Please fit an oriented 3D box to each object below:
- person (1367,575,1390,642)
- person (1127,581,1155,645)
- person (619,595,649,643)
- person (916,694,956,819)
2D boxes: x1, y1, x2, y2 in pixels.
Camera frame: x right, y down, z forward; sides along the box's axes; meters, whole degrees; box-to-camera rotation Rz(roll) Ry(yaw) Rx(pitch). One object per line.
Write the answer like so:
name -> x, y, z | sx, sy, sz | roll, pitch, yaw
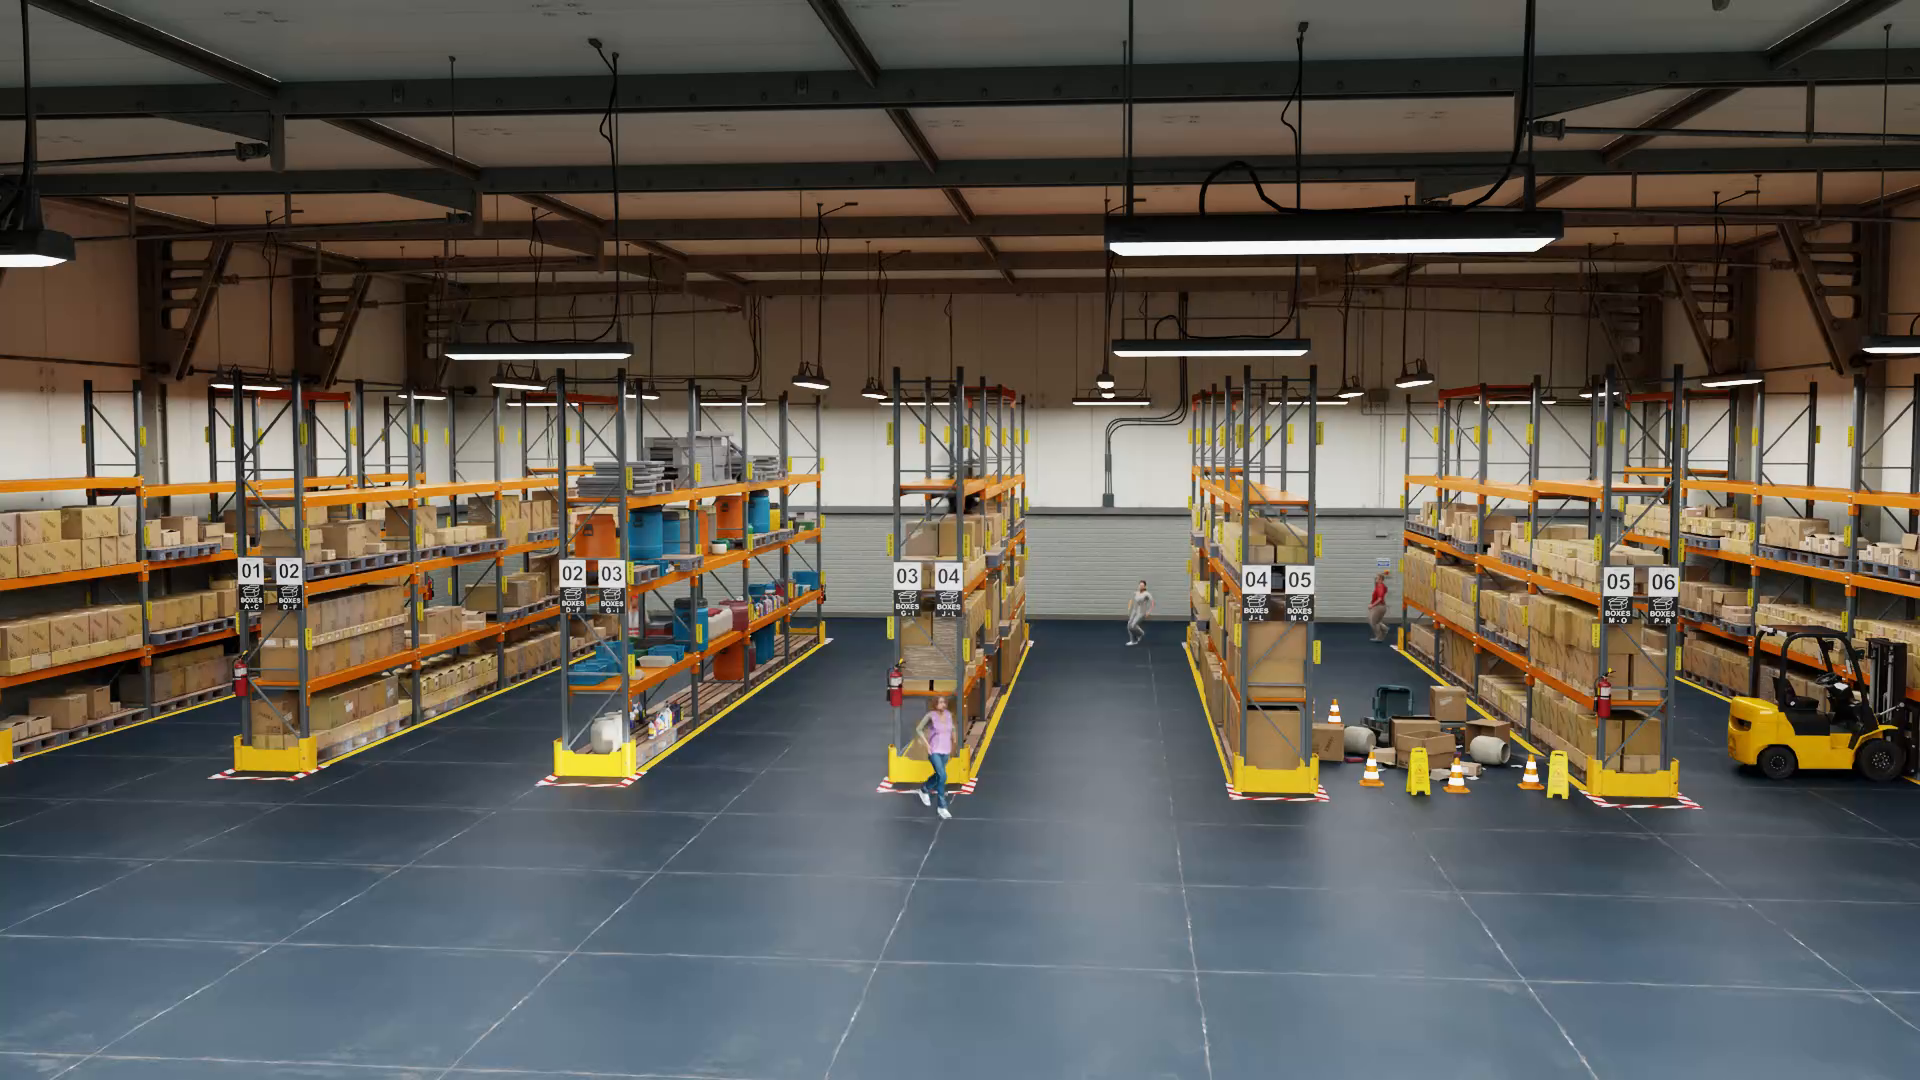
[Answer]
person -> 10.188, 1.661, 40.416 | 0.555, 1.656, 0.711 | 1, 4, 11
person -> 4.295, 1.753, 39.832 | 0.531, 1.586, 0.687 | -3, 5, -44
person -> -6.719, 1.988, 34.197 | 0.633, 1.741, 0.620 | 0, 4, -6
person -> -0.320, 2.836, 22.054 | 0.531, 1.628, 0.755 | -3, 4, -37
